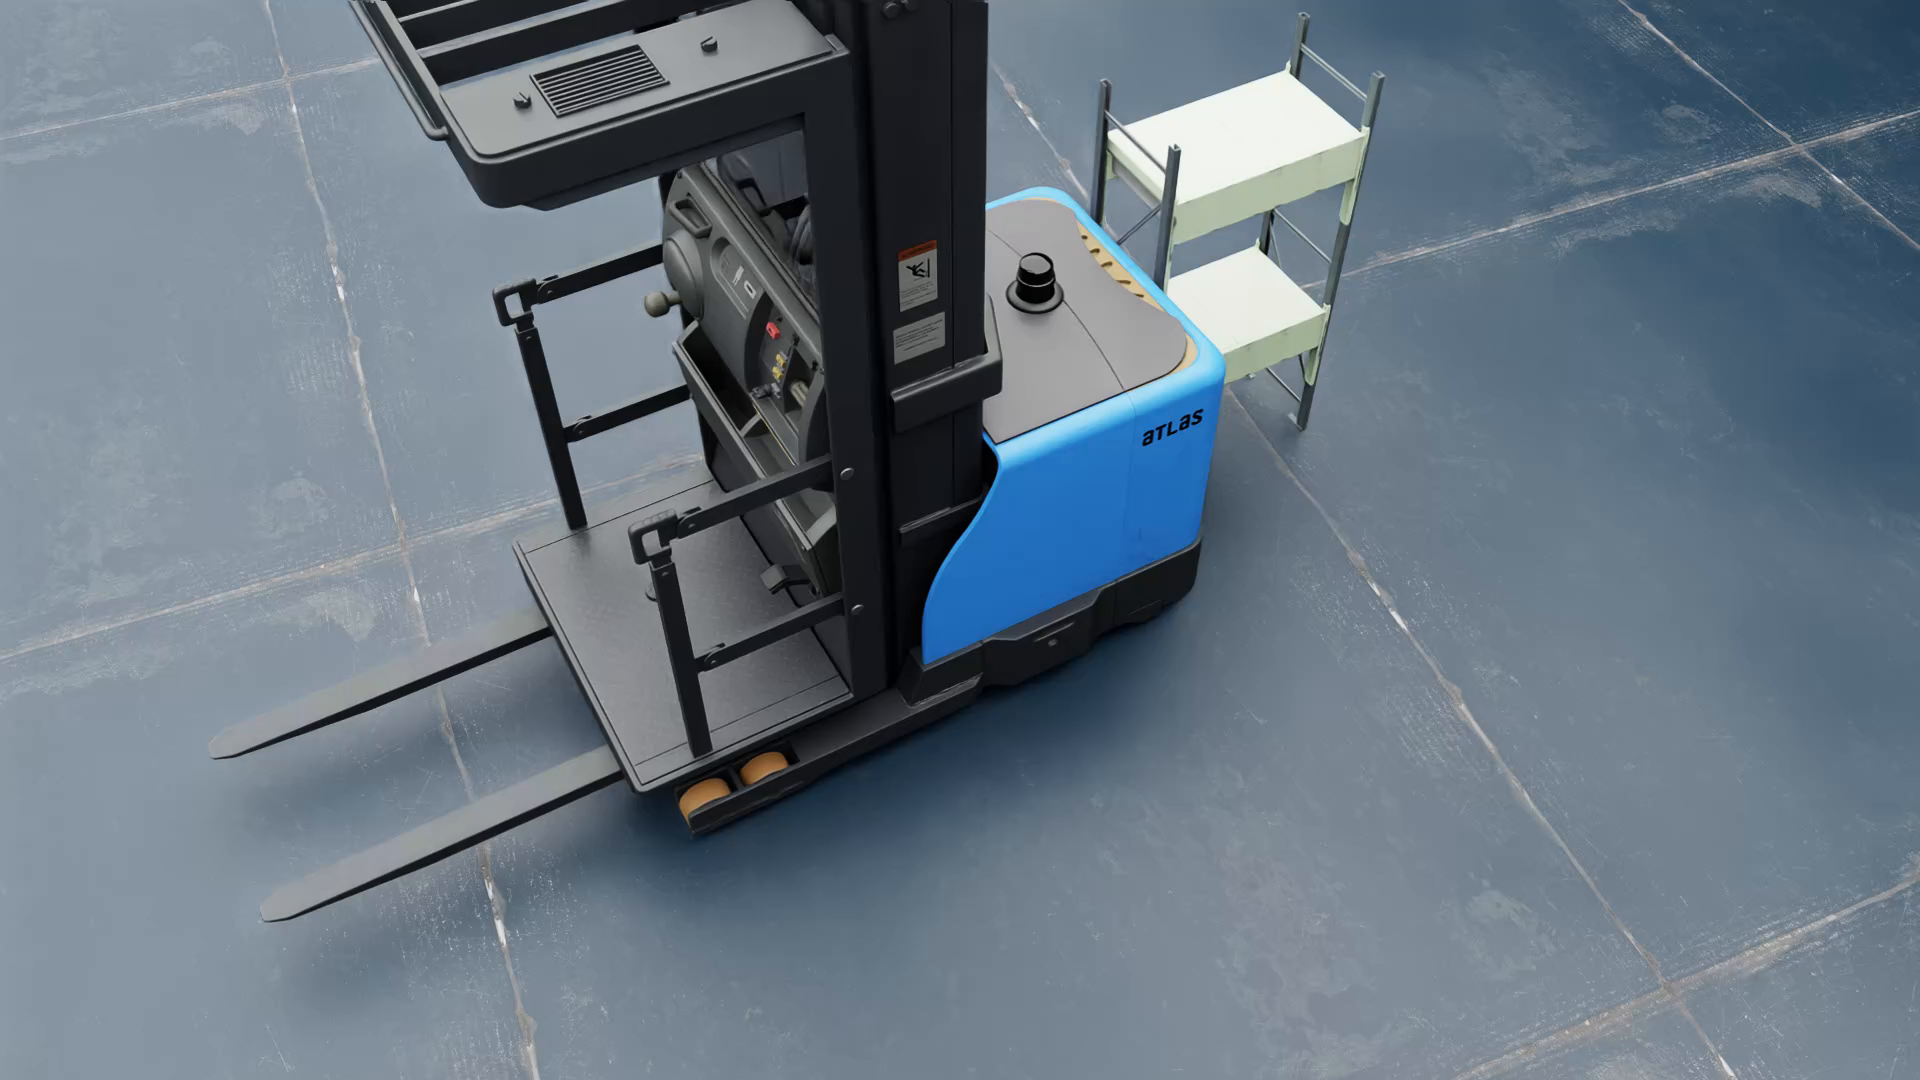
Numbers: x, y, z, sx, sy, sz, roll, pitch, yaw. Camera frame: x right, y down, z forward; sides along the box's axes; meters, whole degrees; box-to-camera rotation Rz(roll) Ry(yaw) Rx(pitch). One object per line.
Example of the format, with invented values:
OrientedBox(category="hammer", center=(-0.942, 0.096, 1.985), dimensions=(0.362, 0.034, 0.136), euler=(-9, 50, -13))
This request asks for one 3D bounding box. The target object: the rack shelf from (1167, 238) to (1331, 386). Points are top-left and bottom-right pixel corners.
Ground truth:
OrientedBox(category="rack shelf", center=(0.842, -0.675, 5.771), dimensions=(0.720, 0.370, 0.431), euler=(-23, 53, -19))

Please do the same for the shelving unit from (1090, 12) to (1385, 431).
OrientedBox(category="shelving unit", center=(0.842, -0.887, 5.523), dimensions=(0.755, 1.500, 0.431), euler=(-23, 53, -19))

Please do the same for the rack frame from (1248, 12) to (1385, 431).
OrientedBox(category="rack frame", center=(1.161, -1.023, 5.640), dimensions=(0.023, 1.500, 0.400), euler=(-23, 53, -19))

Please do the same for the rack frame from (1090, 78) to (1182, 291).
OrientedBox(category="rack frame", center=(0.523, -0.751, 5.407), dimensions=(0.023, 1.500, 0.400), euler=(-23, 53, -19))

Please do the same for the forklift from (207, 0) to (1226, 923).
OrientedBox(category="forklift", center=(-0.752, -0.544, 4.286), dimensions=(3.031, 2.935, 1.130), euler=(-23, 53, -19))

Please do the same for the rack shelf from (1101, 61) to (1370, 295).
OrientedBox(category="rack shelf", center=(0.842, -1.142, 5.227), dimensions=(0.720, 0.370, 0.431), euler=(-23, 53, -19))
